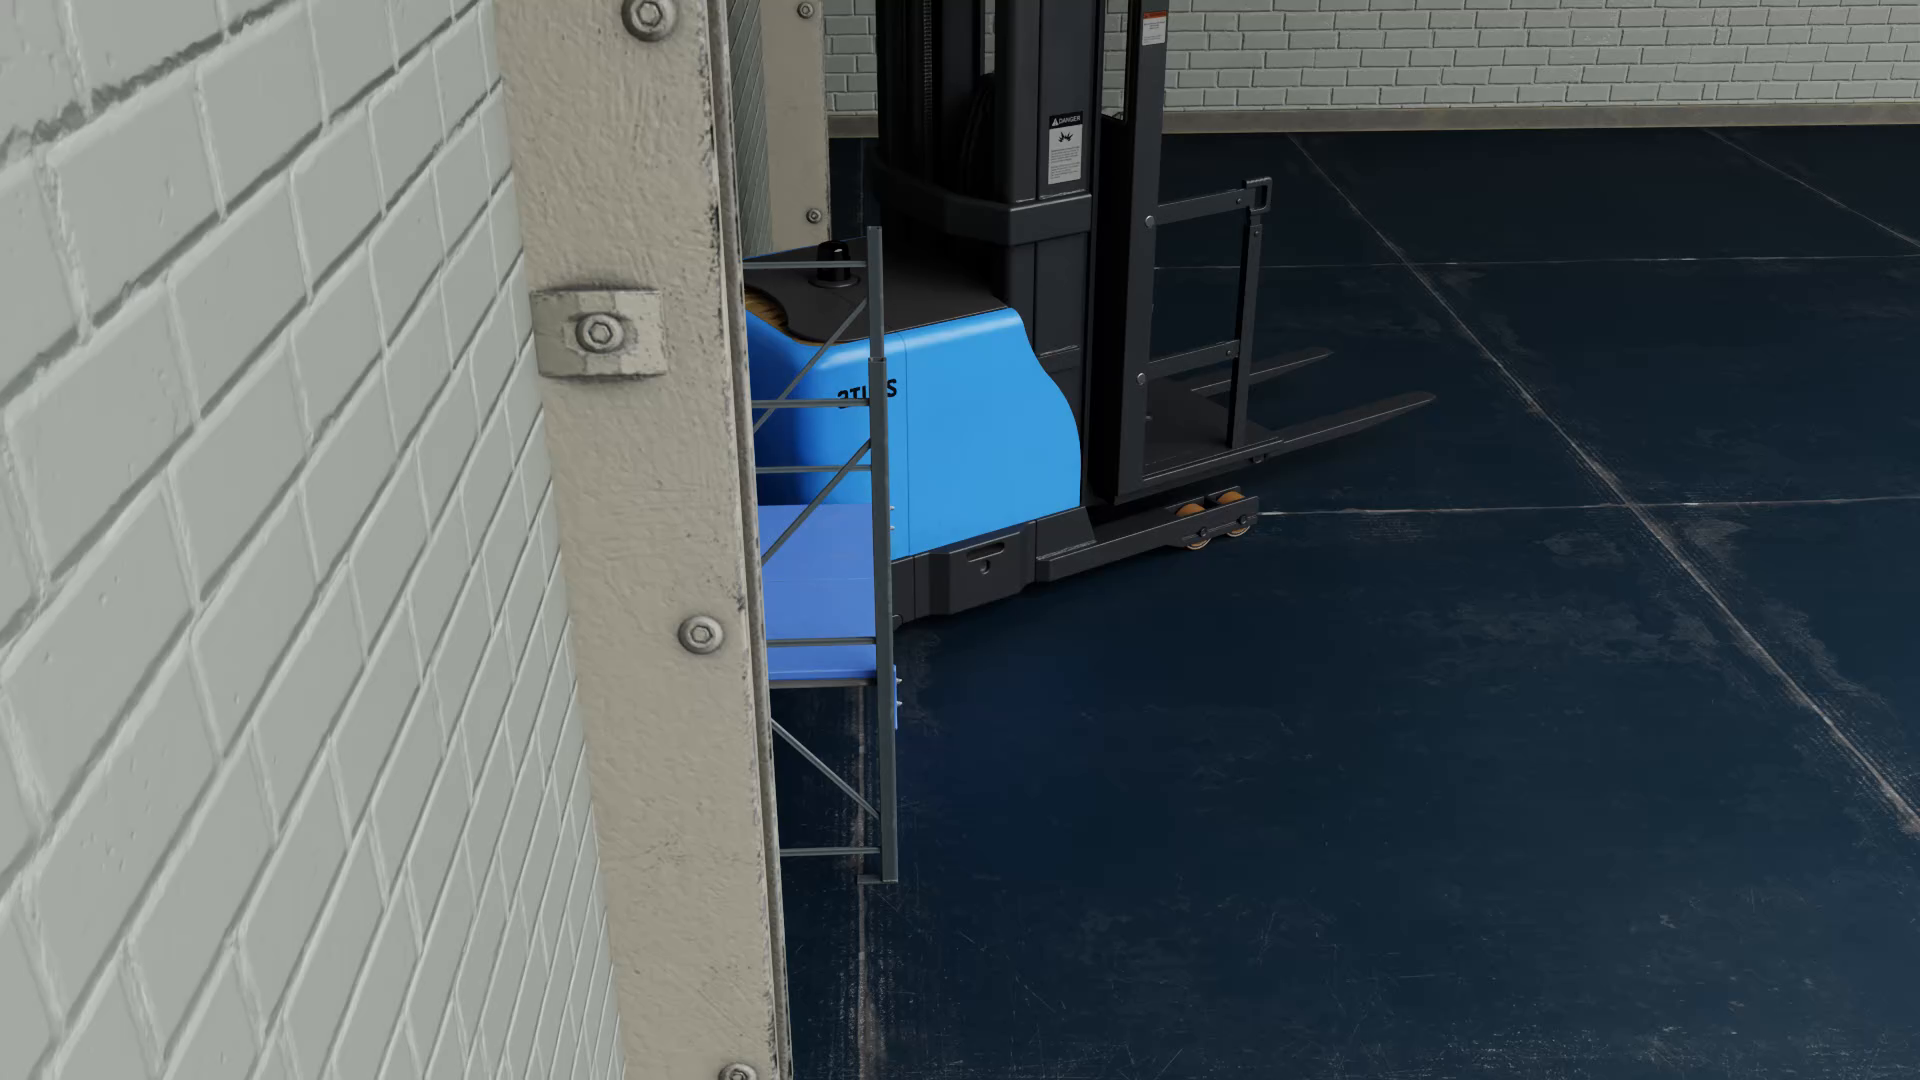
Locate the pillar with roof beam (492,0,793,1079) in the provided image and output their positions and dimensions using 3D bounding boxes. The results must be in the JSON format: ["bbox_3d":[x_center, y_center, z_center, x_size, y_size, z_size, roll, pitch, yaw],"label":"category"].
[{"bbox_3d":[3.765,-2.764,1.818,9.100,9.000,0.400,-1,28,-3],"label":"pillar with roof beam"}]

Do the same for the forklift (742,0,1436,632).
[{"bbox_3d":[0.526,-1.454,5.868,3.031,2.935,1.130,-16,32,-28],"label":"forklift"}]

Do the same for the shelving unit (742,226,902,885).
[{"bbox_3d":[-0.444,0.024,4.582,0.538,1.500,1.048,-1,28,-3],"label":"shelving unit"}]

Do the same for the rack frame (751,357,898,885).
[{"bbox_3d":[-0.417,0.259,4.132,0.500,1.500,0.032,-1,28,-3],"label":"rack frame"}]

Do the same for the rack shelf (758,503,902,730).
[{"bbox_3d":[-0.444,0.183,4.665,0.538,0.185,1.000,-1,28,-3],"label":"rack shelf"}]

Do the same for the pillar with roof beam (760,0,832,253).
[{"bbox_3d":[3.452,-5.535,7.131,9.100,9.000,0.400,-1,28,-3],"label":"pillar with roof beam"}]

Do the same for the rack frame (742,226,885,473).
[{"bbox_3d":[-0.471,-0.211,5.032,0.500,1.500,0.032,-1,28,-3],"label":"rack frame"}]
